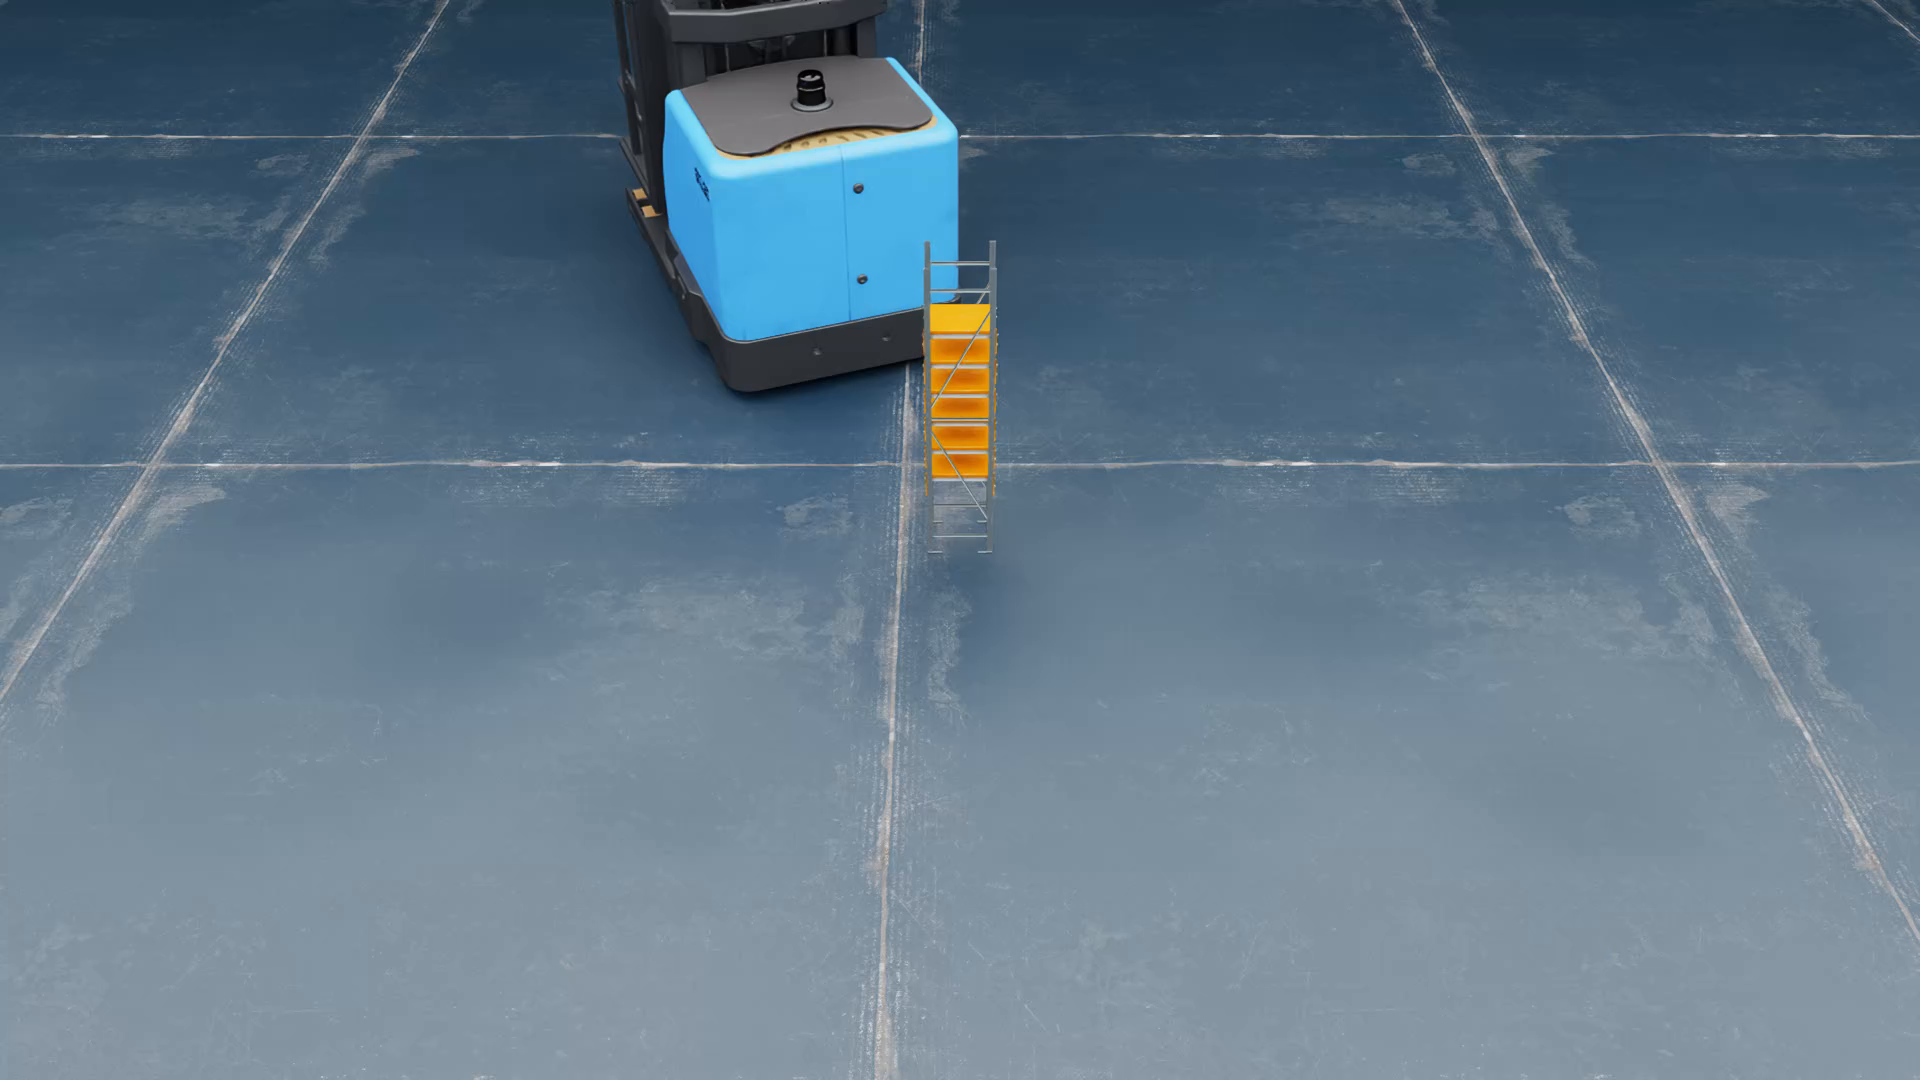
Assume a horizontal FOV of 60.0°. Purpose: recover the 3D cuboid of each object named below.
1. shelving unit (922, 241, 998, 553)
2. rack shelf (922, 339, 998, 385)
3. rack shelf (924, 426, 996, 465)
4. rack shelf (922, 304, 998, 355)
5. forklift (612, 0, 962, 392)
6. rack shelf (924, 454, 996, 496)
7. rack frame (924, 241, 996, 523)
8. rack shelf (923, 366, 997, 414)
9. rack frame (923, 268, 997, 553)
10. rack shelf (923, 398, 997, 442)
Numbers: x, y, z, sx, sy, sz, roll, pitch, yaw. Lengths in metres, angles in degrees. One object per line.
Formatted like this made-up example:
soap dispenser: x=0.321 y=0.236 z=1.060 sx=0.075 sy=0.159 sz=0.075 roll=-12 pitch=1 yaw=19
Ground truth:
shelving unit: x=0.000 y=-0.477 z=5.886 sx=0.258 sy=1.200 sz=0.189 roll=0 pitch=39 yaw=0
rack shelf: x=0.000 y=-0.630 z=5.764 sx=0.258 sy=0.103 sz=0.180 roll=0 pitch=39 yaw=0
rack shelf: x=0.000 y=-0.349 z=5.989 sx=0.258 sy=0.103 sz=0.180 roll=0 pitch=39 yaw=0
rack shelf: x=0.000 y=-0.724 z=5.689 sx=0.258 sy=0.103 sz=0.180 roll=0 pitch=39 yaw=0
forklift: x=-0.997 y=-2.683 z=7.254 sx=1.130 sy=2.935 sz=3.031 roll=-14 pitch=41 yaw=-16
rack shelf: x=0.000 y=-0.255 z=6.064 sx=0.258 sy=0.103 sz=0.180 roll=0 pitch=39 yaw=0
rack frame: x=0.000 y=-0.534 z=5.957 sx=0.240 sy=1.200 sz=0.006 roll=0 pitch=39 yaw=0
rack shelf: x=0.000 y=-0.536 z=5.839 sx=0.258 sy=0.103 sz=0.180 roll=0 pitch=39 yaw=0
rack frame: x=0.000 y=-0.420 z=5.815 sx=0.240 sy=1.200 sz=0.006 roll=0 pitch=39 yaw=0
rack shelf: x=0.000 y=-0.443 z=5.914 sx=0.258 sy=0.103 sz=0.180 roll=0 pitch=39 yaw=0
